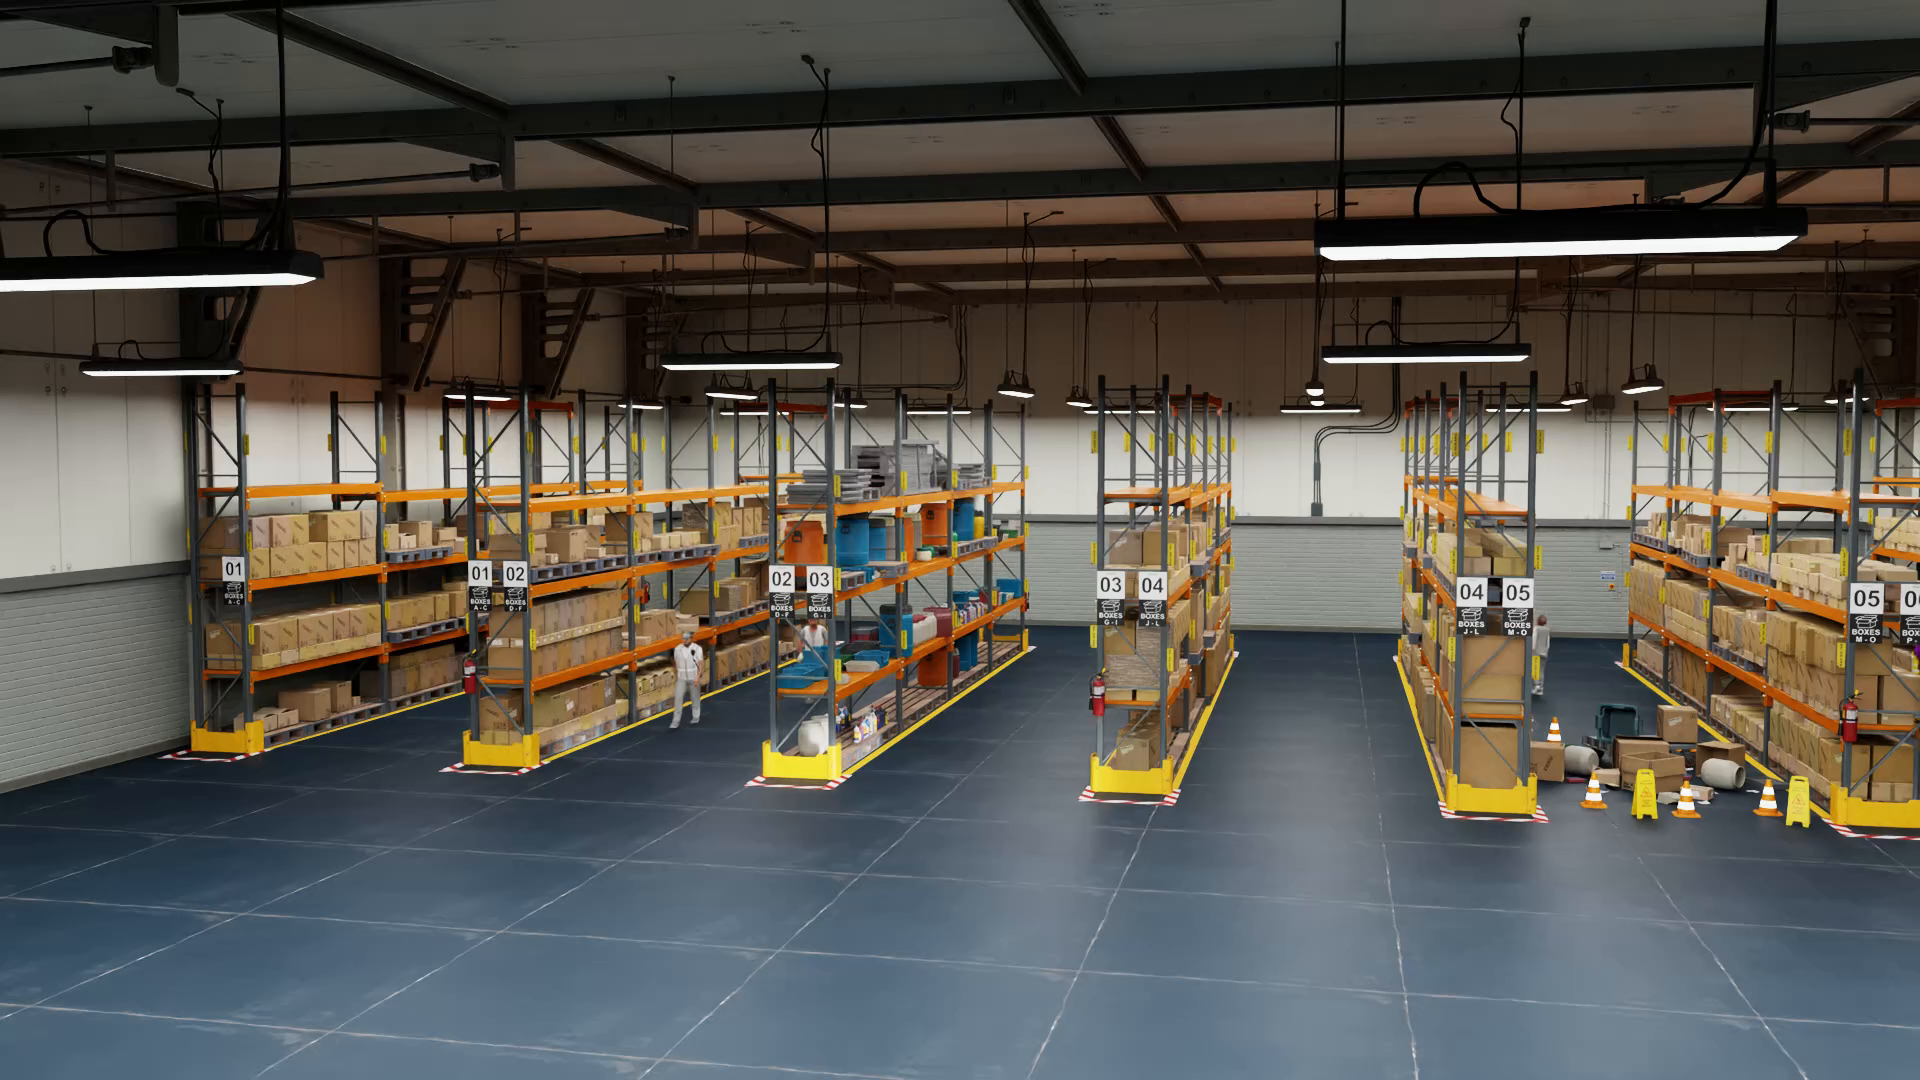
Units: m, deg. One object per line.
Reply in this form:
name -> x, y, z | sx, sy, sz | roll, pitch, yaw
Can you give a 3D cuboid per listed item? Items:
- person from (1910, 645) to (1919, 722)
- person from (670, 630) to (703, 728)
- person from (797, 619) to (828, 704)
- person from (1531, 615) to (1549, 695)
person -> 17.248, 2.438, 29.754 | 0.525, 1.786, 0.708 | 0, 3, -5
person -> -4.830, 2.444, 29.445 | 0.563, 1.699, 1.005 | 0, 3, -6
person -> -2.860, 2.270, 32.378 | 0.629, 1.776, 0.674 | 0, 3, -6
person -> 11.579, 2.313, 33.198 | 0.420, 1.634, 0.446 | 0, 3, -7
